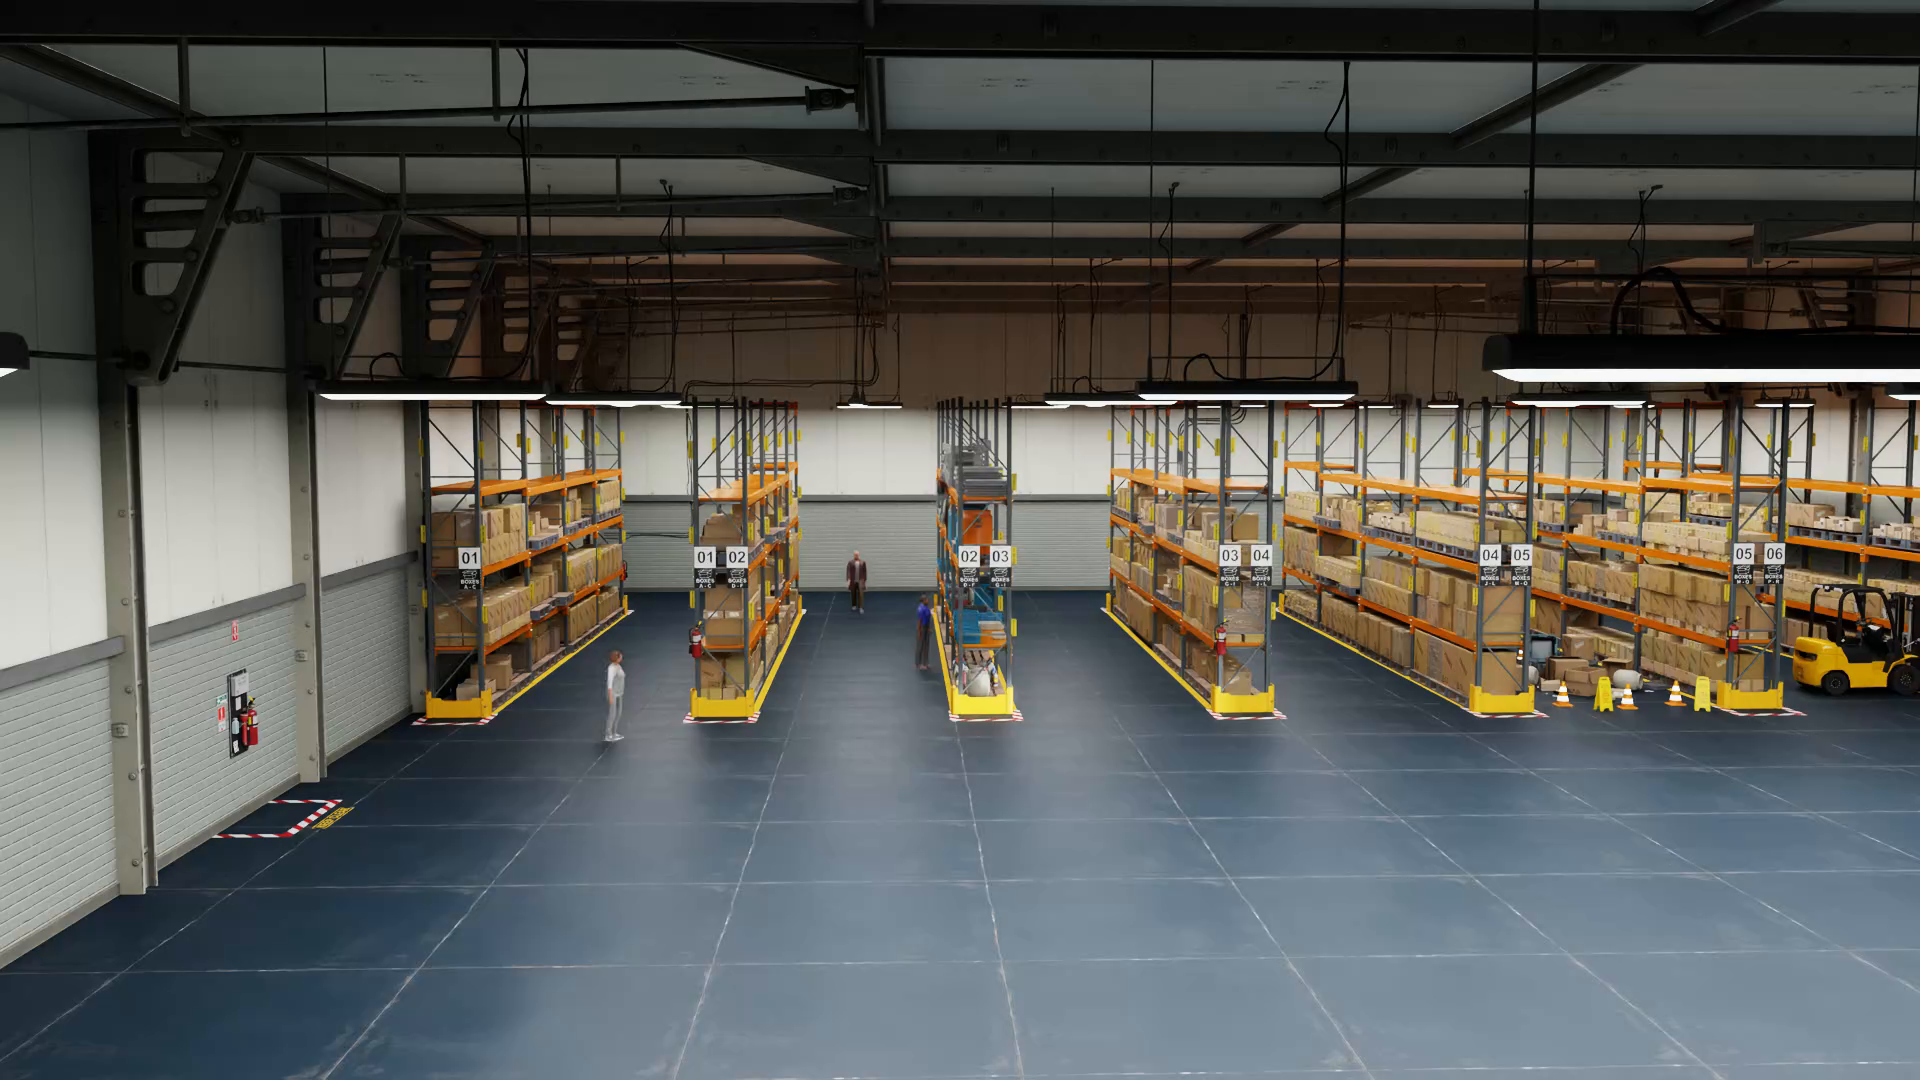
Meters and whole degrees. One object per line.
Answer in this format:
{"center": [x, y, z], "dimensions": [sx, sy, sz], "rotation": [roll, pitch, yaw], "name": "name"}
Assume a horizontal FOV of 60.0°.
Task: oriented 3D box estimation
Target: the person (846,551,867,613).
{"center": [-2.944, 1.175, 47.400], "dimensions": [0.594, 1.728, 1.046], "rotation": [0, 4, -5], "name": "person"}

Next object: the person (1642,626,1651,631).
{"center": [17.970, 1.577, 43.442], "dimensions": [0.457, 1.732, 0.525], "rotation": [2, 5, 28], "name": "person"}

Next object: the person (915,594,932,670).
{"center": [-0.798, 2.029, 36.867], "dimensions": [0.370, 1.676, 0.461], "rotation": [2, 5, 23], "name": "person"}

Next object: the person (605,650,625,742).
{"center": [-6.014, 2.706, 28.880], "dimensions": [0.366, 1.589, 0.553], "rotation": [1, 5, 12], "name": "person"}
